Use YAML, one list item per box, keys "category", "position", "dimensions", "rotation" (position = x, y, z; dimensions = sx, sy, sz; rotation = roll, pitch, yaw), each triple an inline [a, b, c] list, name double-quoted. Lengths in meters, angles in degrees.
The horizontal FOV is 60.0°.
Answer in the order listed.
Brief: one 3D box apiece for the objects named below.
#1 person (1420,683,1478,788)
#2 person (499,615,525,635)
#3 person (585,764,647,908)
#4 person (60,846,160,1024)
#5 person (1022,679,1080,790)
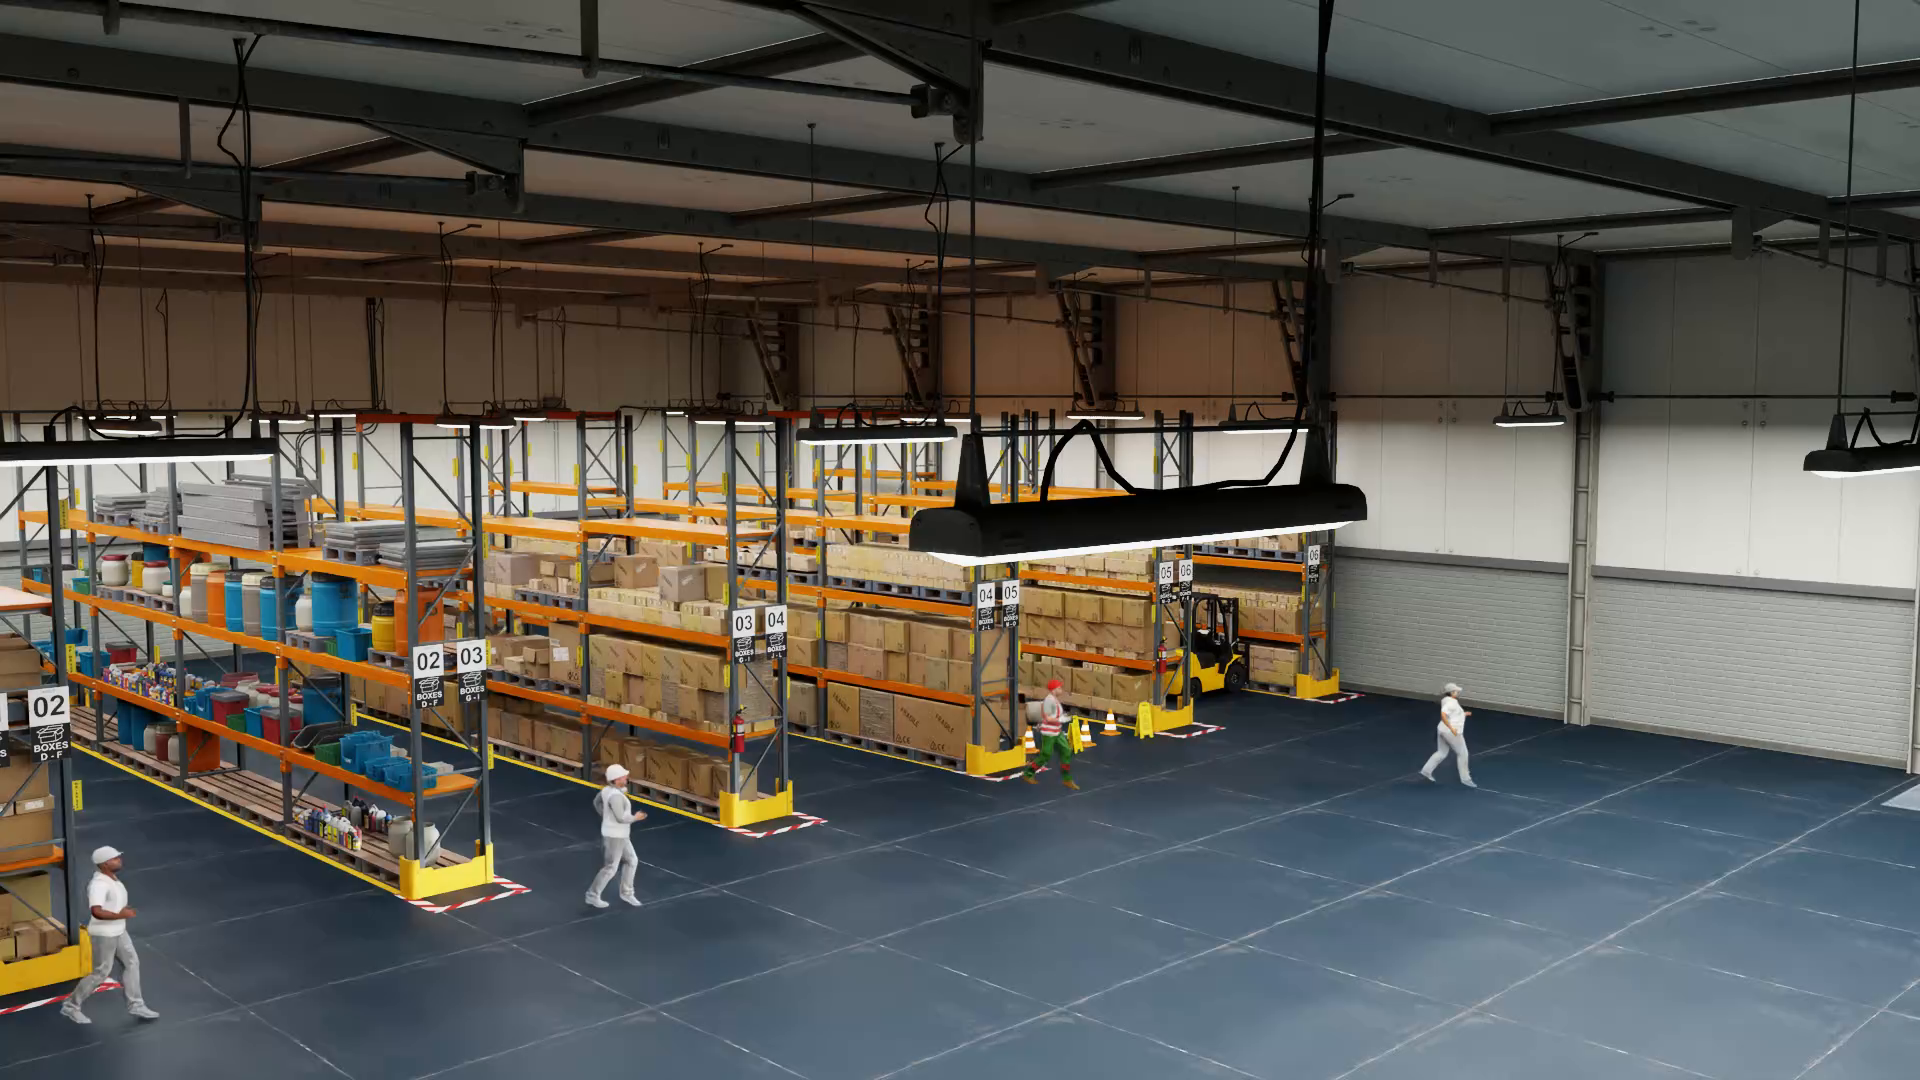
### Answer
- category: "person"
  position: [7.932, 3.153, 26.890]
  dimensions: [0.877, 1.689, 0.594]
  rotation: [0, 5, -4]
- category: "person"
  position: [-9.737, 2.418, 36.134]
  dimensions: [0.692, 1.599, 0.572]
  rotation: [4, 6, 37]
- category: "person"
  position: [-4.248, 3.674, 20.500]
  dimensions: [0.773, 1.844, 0.667]
  rotation: [-1, 5, -16]
- category: "person"
  position: [-8.585, 3.974, 16.801]
  dimensions: [0.904, 1.764, 0.719]
  rotation: [-1, 5, -13]
- category: "person"
  position: [1.448, 3.121, 26.666]
  dimensions: [0.933, 1.802, 0.675]
  rotation: [2, 5, 17]
